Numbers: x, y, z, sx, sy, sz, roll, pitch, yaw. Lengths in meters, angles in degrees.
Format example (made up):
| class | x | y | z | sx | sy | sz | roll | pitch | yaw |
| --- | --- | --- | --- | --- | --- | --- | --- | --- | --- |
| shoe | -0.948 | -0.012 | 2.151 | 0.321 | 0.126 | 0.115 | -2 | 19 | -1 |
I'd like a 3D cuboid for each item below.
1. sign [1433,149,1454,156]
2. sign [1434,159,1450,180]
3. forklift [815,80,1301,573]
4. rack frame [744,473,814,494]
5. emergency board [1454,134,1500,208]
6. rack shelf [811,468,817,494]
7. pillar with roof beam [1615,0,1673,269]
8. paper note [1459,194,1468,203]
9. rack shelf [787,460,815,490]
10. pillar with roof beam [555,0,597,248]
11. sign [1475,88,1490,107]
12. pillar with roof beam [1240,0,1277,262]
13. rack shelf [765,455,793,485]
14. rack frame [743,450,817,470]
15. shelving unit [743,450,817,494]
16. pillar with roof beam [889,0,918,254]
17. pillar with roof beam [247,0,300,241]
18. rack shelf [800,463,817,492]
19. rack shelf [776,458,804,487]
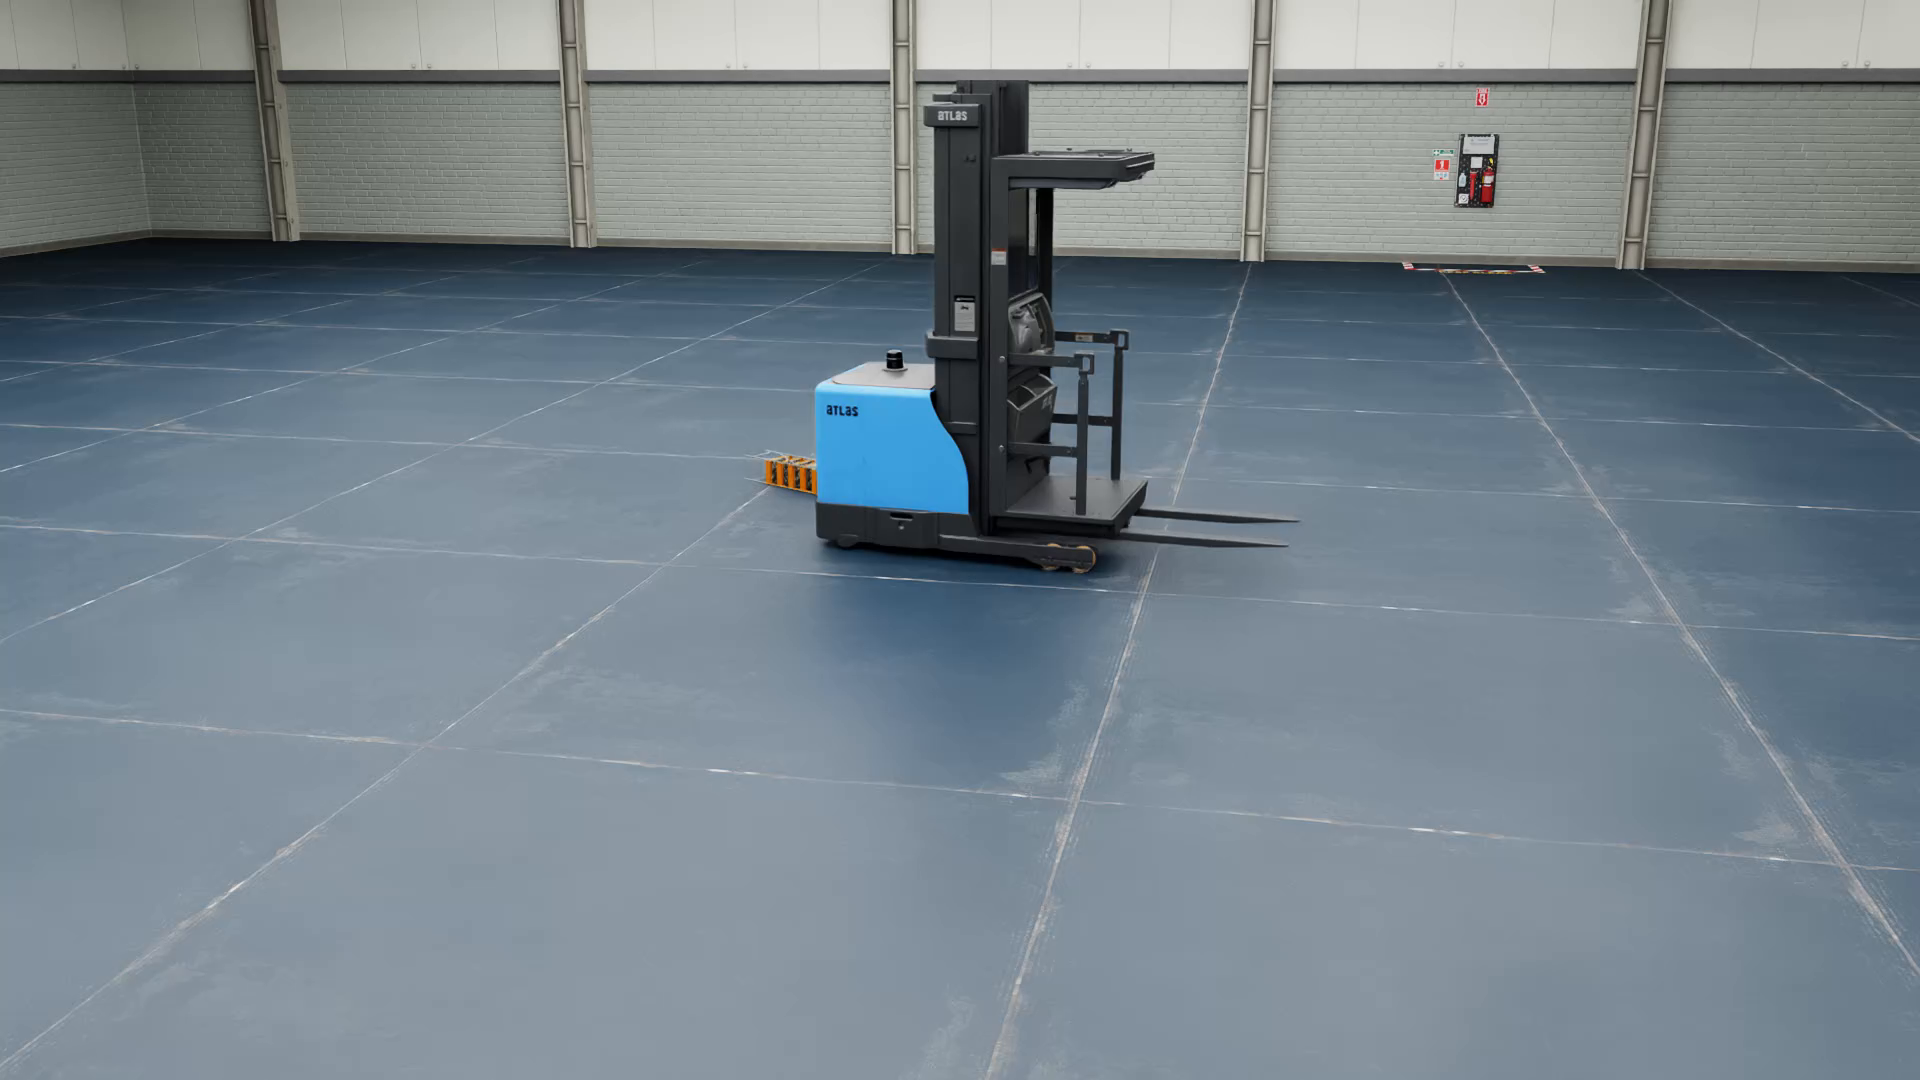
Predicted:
| class | x | y | z | sx | sy | sz | roll | pitch | yaw |
| --- | --- | --- | --- | --- | --- | --- | --- | --- | --- |
| sign | 7.864 | -6.298 | 27.049 | 0.331 | 0.109 | 0.001 | 3 | 16 | 11 |
| sign | 7.861 | -6.045 | 27.129 | 0.234 | 0.329 | 0.001 | 3 | 16 | 11 |
| forklift | 0.637 | -1.368 | 10.441 | 3.031 | 2.935 | 1.130 | 5 | 16 | 17 |
| rack frame | -1.104 | -0.389 | 12.377 | 1.200 | 0.006 | 0.240 | 12 | 20 | 38 |
| emergency board | 8.382 | -5.972 | 26.931 | 0.643 | 1.169 | 0.194 | 3 | 16 | 11 |
| rack shelf | -0.977 | -0.449 | 12.252 | 0.103 | 0.180 | 0.258 | 12 | 20 | 38 |
| pillar with roof beam | 9.938 | -7.595 | 21.554 | 0.400 | 9.000 | 9.100 | 3 | 16 | 11 |
| paper note | 8.222 | -5.574 | 27.147 | 0.142 | 0.148 | 0.016 | 3 | 16 | 11 |
| rack shelf | -1.162 | -0.490 | 12.399 | 0.103 | 0.180 | 0.258 | 12 | 20 | 38 |
| pillar with roof beam | -7.701 | -8.553 | 25.010 | 0.400 | 9.000 | 9.100 | 3 | 16 | 11 |
| sign | 8.394 | -7.115 | 26.717 | 0.199 | 0.298 | 0.001 | 3 | 16 | 11 |
| pillar with roof beam | 4.059 | -7.914 | 22.706 | 0.400 | 9.000 | 9.100 | 3 | 16 | 11 |
| rack shelf | -1.348 | -0.531 | 12.546 | 0.103 | 0.180 | 0.258 | 12 | 20 | 38 |
| rack frame | -1.104 | -0.566 | 12.328 | 1.200 | 0.006 | 0.240 | 12 | 20 | 38 |
| shelving unit | -1.104 | -0.477 | 12.353 | 1.200 | 0.189 | 0.258 | 12 | 20 | 38 |
| pillar with roof beam | -1.821 | -8.233 | 23.858 | 0.400 | 9.000 | 9.100 | 3 | 16 | 11 |
| pillar with roof beam | -13.580 | -8.872 | 26.163 | 0.400 | 9.000 | 9.100 | 3 | 16 | 11 |
| rack shelf | -1.070 | -0.470 | 12.325 | 0.103 | 0.180 | 0.258 | 12 | 20 | 38 |
| rack shelf | -1.255 | -0.511 | 12.472 | 0.103 | 0.180 | 0.258 | 12 | 20 | 38 |
